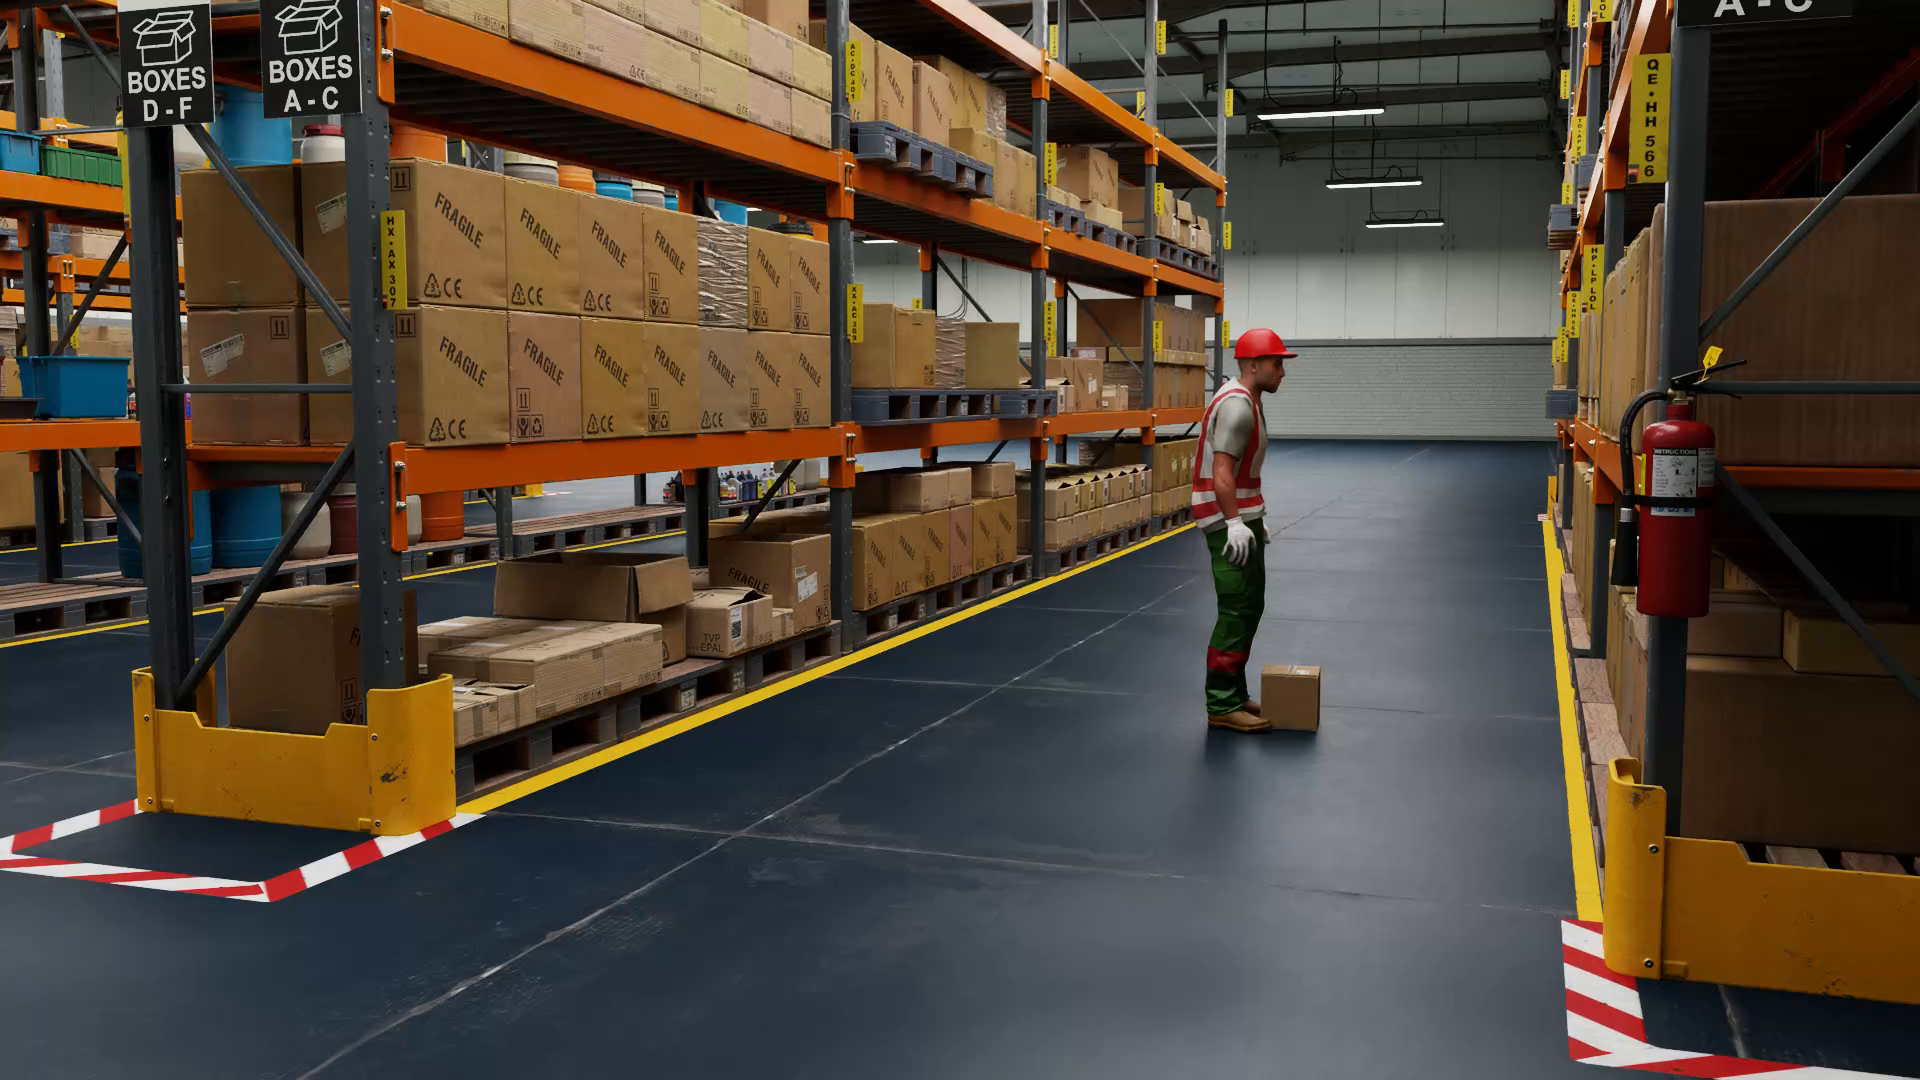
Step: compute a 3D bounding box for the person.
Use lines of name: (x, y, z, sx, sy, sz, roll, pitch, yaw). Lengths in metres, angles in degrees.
person: (1.277, -0.058, 7.497, 0.453, 1.779, 0.608, 2, 5, 18)
